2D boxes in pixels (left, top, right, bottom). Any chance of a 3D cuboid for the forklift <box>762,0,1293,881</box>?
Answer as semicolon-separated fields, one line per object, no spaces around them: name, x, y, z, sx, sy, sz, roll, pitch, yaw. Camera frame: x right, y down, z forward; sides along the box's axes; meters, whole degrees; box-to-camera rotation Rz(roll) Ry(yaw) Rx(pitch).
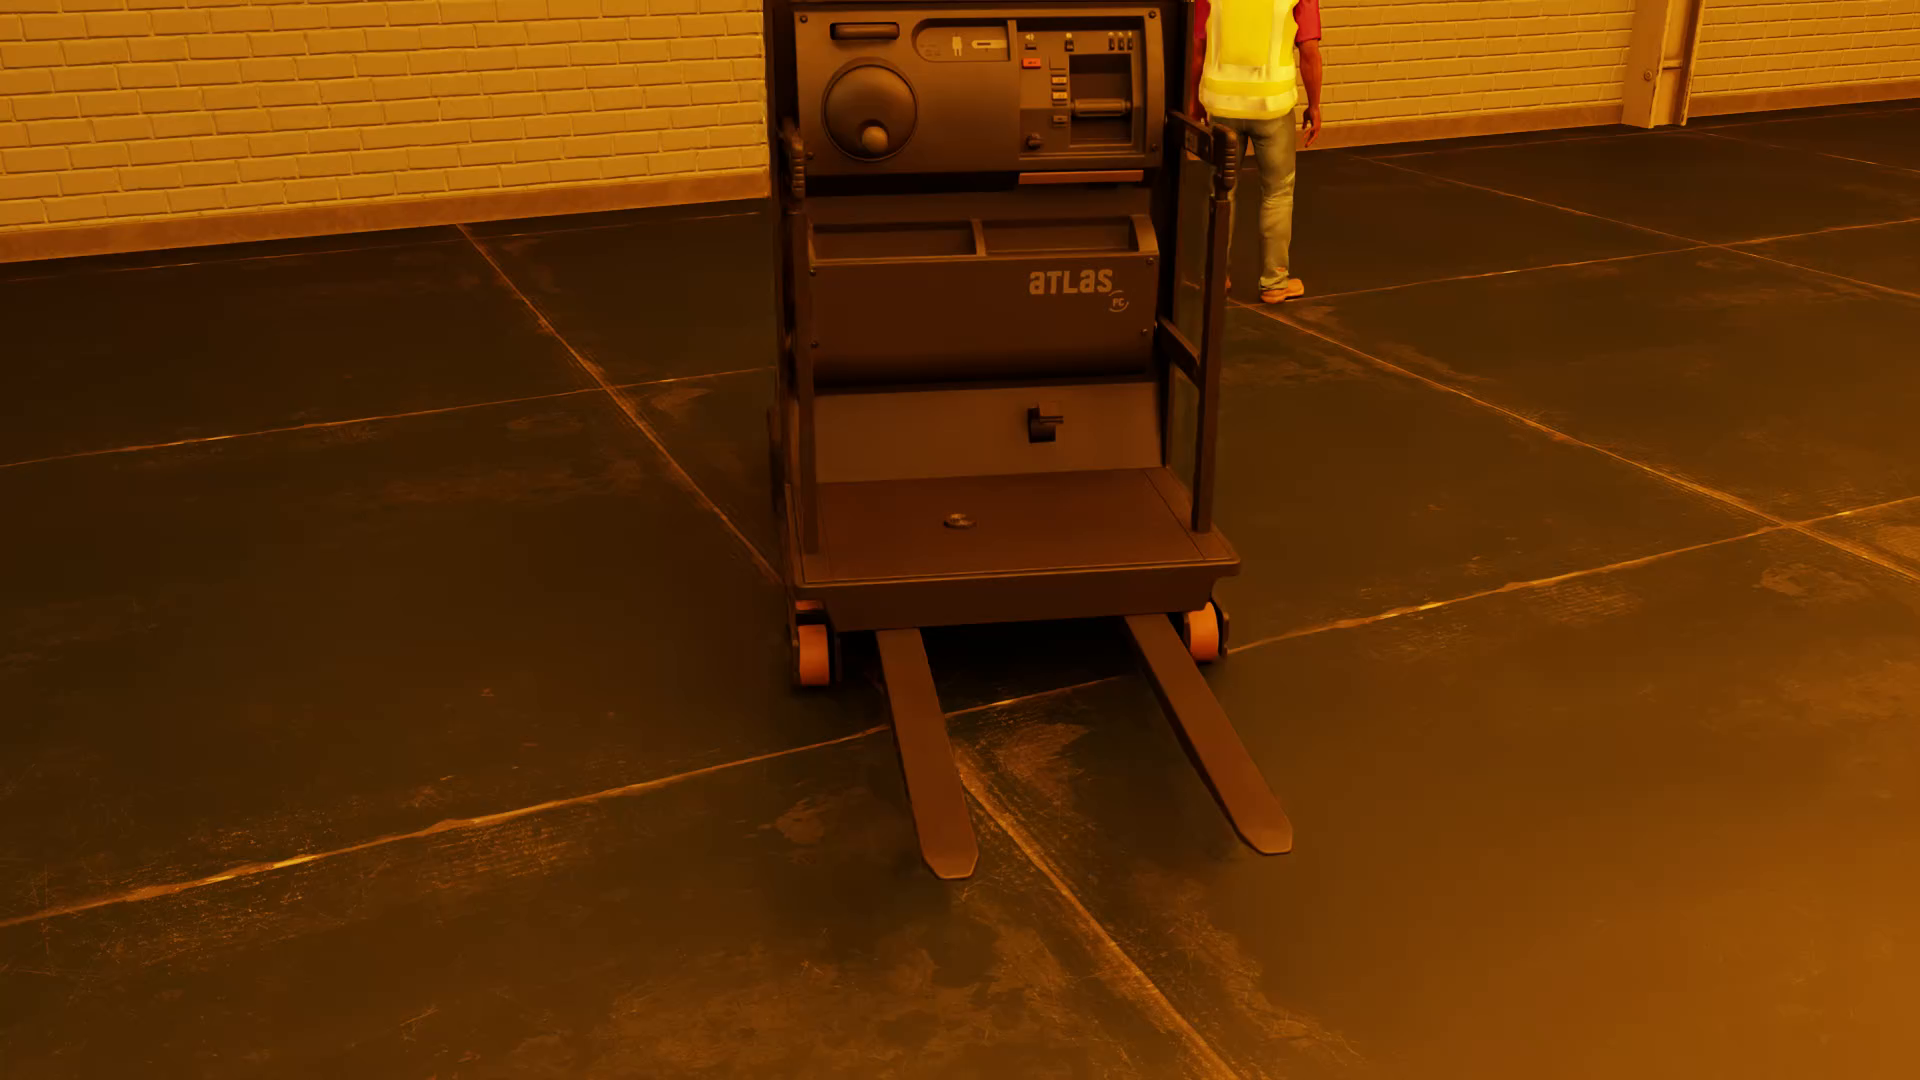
forklift;0.085;-1.122;3.986;1.130;2.935;3.031;-3;23;-7

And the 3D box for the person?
person;1.337;-1.981;7.587;0.626;1.759;0.462;9;24;21
